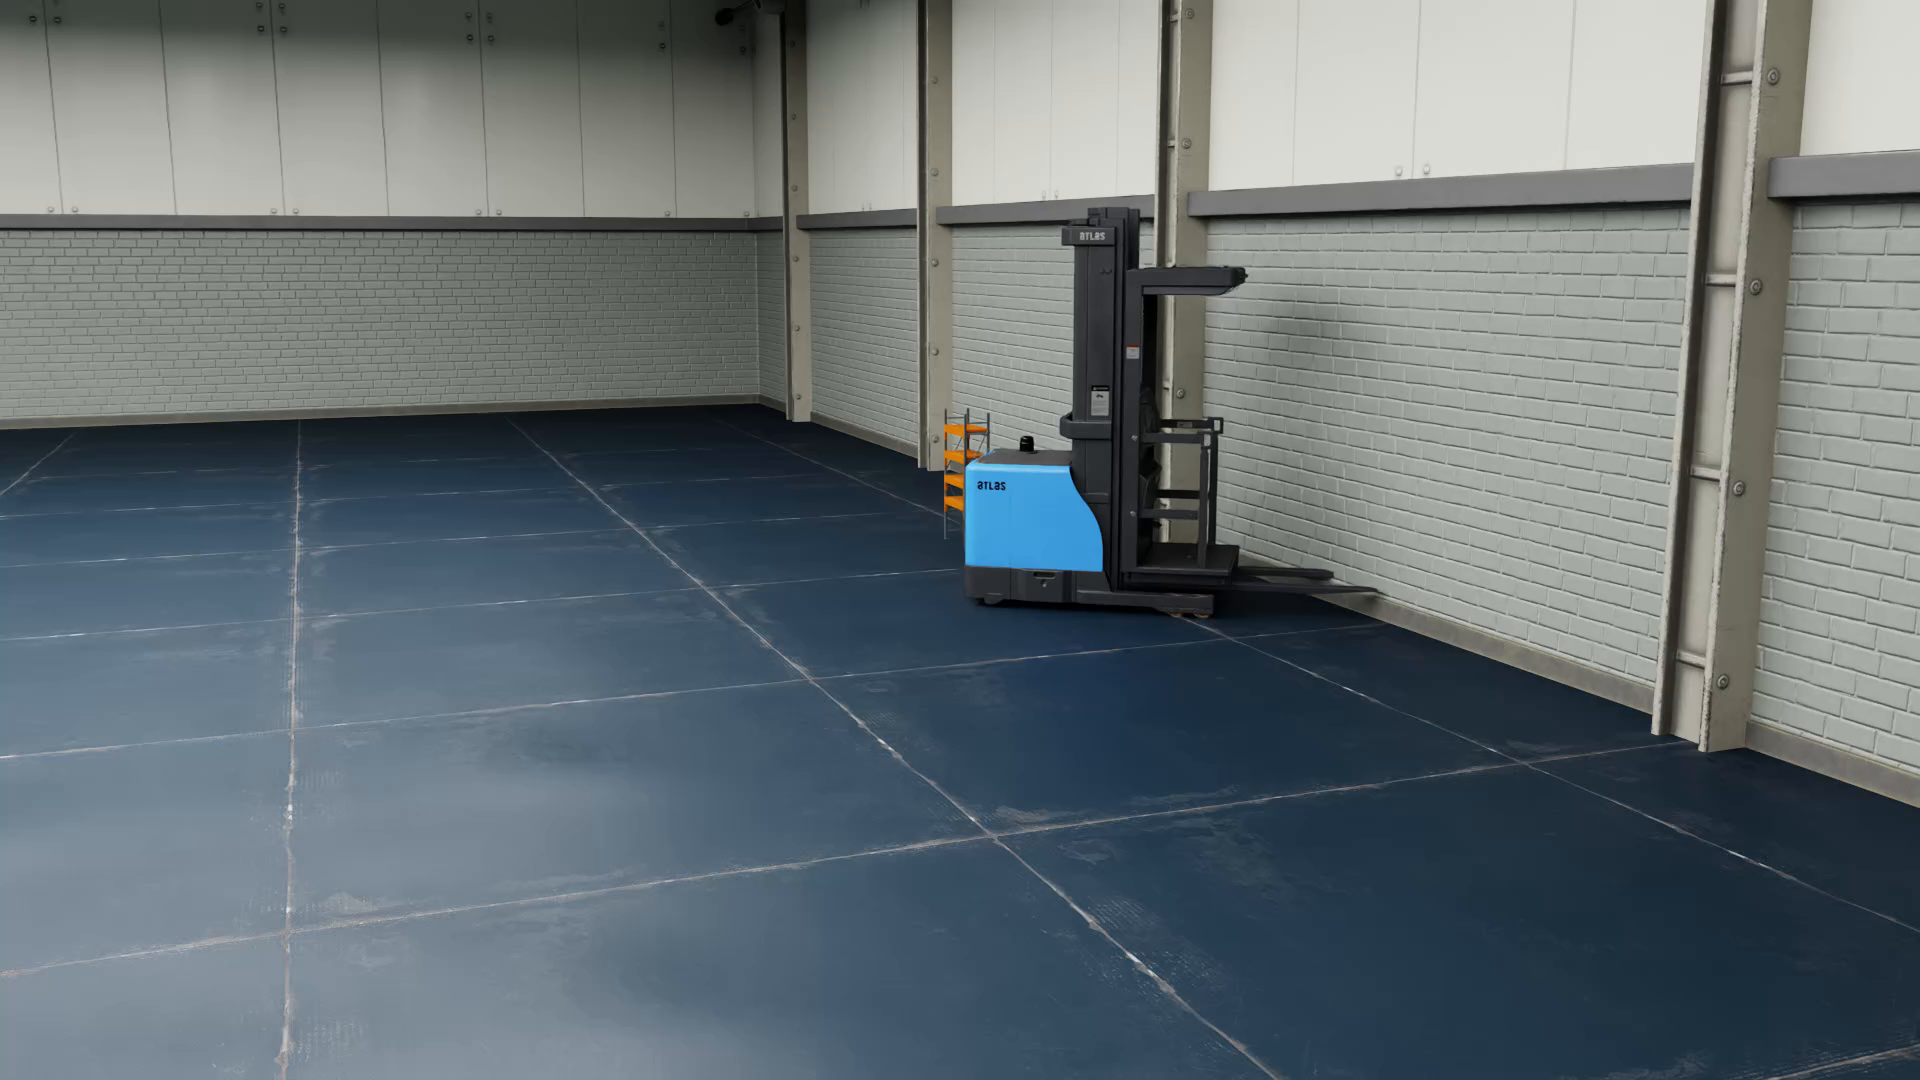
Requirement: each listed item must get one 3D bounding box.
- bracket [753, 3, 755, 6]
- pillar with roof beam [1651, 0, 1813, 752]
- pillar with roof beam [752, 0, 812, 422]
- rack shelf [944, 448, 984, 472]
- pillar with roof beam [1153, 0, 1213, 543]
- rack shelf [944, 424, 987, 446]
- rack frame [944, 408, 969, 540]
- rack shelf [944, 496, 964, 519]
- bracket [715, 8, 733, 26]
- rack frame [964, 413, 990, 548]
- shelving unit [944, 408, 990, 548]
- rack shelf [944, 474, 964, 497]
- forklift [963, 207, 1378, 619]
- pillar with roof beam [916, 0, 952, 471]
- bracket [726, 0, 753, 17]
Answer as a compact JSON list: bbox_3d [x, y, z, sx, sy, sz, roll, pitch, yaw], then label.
[{"bbox_3d":[-2.954,-8.094,24.777,0.235,0.232,0.430,-4,11,-21],"label":"bracket"},{"bbox_3d":[0.037,-3.065,6.785,9.100,9.000,0.400,-4,11,-21],"label":"pillar with roof beam"},{"bbox_3d":[-6.486,-6.003,23.303,9.100,9.000,0.548,-4,11,-21],"label":"pillar with roof beam"},{"bbox_3d":[0.060,-0.718,14.966,0.258,0.148,0.480,-4,11,-21],"label":"rack shelf"},{"bbox_3d":[-2.137,-4.044,12.291,9.100,9.000,0.400,-4,11,-21],"label":"pillar with roof beam"},{"bbox_3d":[0.060,-0.951,14.924,0.258,0.148,0.480,-4,11,-21],"label":"rack shelf"},{"bbox_3d":[-0.028,-0.604,15.217,0.240,1.200,0.015,-4,11,-21],"label":"rack frame"},{"bbox_3d":[0.060,-0.302,15.040,0.258,0.148,0.480,-4,11,-21],"label":"rack shelf"},{"bbox_3d":[-3.813,-8.480,26.952,0.235,0.232,0.430,-4,11,-21],"label":"bracket"},{"bbox_3d":[0.148,-0.524,14.769,0.240,1.200,0.015,-4,11,-21],"label":"rack frame"},{"bbox_3d":[0.060,-0.564,14.993,0.258,1.200,0.503,-4,11,-21],"label":"shelving unit"},{"bbox_3d":[0.060,-0.497,15.005,0.258,0.148,0.480,-4,11,-21],"label":"rack shelf"},{"bbox_3d":[1.598,-0.976,12.367,3.031,2.935,1.130,2,10,13],"label":"forklift"},{"bbox_3d":[-4.311,-5.024,17.797,9.100,9.000,0.400,-4,11,-21],"label":"pillar with roof beam"},{"bbox_3d":[-3.599,-8.384,26.410,0.076,0.066,3.189,-4,11,-21],"label":"bracket"}]
